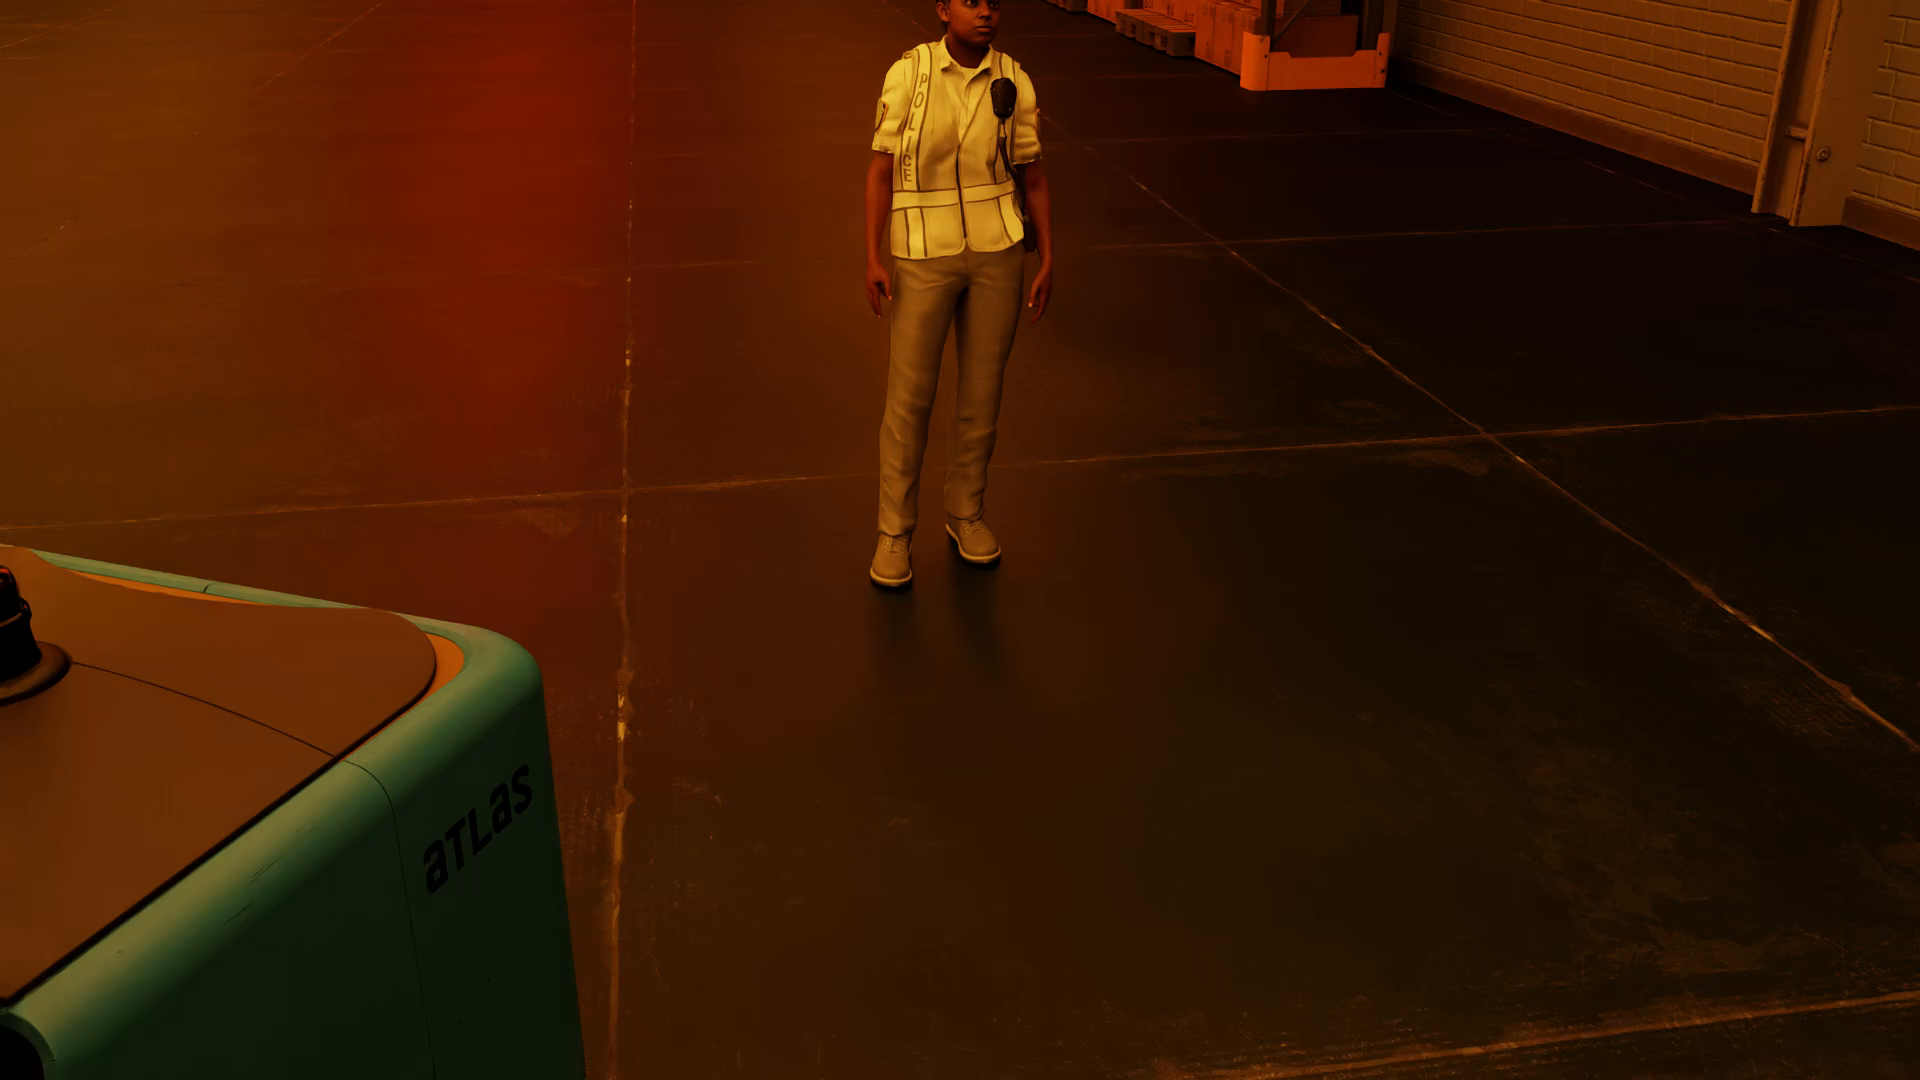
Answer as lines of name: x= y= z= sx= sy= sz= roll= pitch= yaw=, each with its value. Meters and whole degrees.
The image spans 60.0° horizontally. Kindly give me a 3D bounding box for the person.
person: x=-0.007 y=-0.754 z=4.618 sx=0.569 sy=1.694 sz=0.530 roll=-4 pitch=24 yaw=-9
